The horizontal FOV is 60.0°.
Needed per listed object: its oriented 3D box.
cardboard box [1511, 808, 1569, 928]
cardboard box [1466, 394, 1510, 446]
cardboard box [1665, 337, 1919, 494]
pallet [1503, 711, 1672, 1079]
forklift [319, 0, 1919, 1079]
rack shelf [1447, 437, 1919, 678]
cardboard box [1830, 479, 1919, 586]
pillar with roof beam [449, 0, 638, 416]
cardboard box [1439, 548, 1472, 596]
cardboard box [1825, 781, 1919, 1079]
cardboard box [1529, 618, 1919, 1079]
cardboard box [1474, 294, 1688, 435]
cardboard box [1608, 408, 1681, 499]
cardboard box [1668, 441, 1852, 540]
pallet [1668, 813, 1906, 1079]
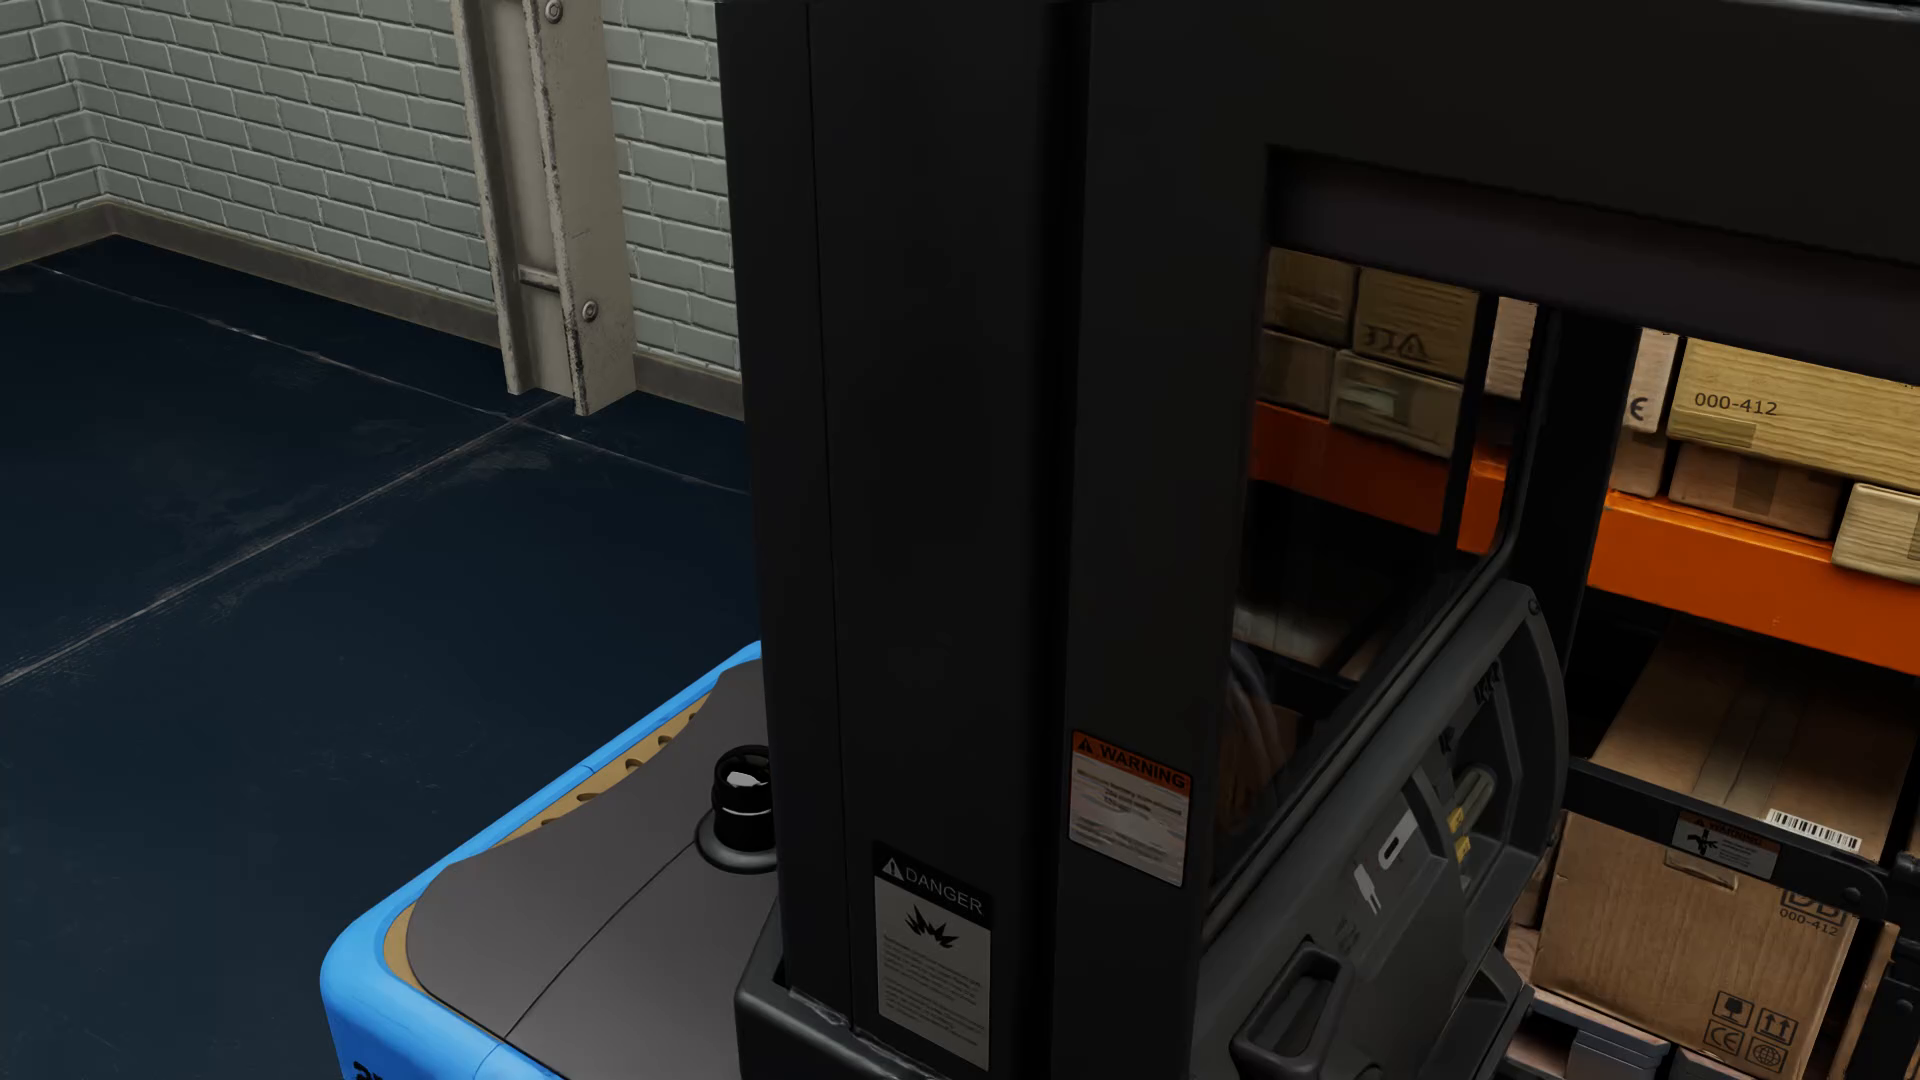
[{"bbox_3d":[1.172,0.631,3.604,0.250,0.149,0.380,16,34,25],"label":"cardboard box"},{"bbox_3d":[0.978,-0.336,3.098,0.250,0.149,0.380,17,34,27],"label":"cardboard box"},{"bbox_3d":[1.464,-0.311,2.661,0.500,0.250,0.500,17,34,26],"label":"cardboard box"},{"bbox_3d":[1.105,0.685,3.867,1.213,0.211,1.003,18,35,27],"label":"pallet"},{"bbox_3d":[0.632,0.422,1.618,3.031,2.935,1.130,19,35,29],"label":"forklift"},{"bbox_3d":[2.059,0.093,2.828,4.000,0.370,1.077,18,35,27],"label":"rack shelf"},{"bbox_3d":[1.562,-0.074,2.649,0.250,0.149,0.380,17,34,26],"label":"cardboard box"},{"bbox_3d":[-3.728,-2.614,0.801,0.400,9.000,9.100,18,35,27],"label":"pillar with roof beam"},{"bbox_3d":[0.832,0.348,3.738,0.637,0.503,0.797,16,34,25],"label":"cardboard box"},{"bbox_3d":[1.930,0.779,3.002,0.500,0.500,0.500,18,35,28],"label":"cardboard box"},{"bbox_3d":[1.536,0.595,3.318,0.500,0.500,0.700,19,35,29],"label":"cardboard box"},{"bbox_3d":[1.033,-0.446,2.891,0.500,0.250,0.500,18,35,28],"label":"cardboard box"},{"bbox_3d":[1.160,-0.242,2.938,0.250,0.149,0.380,19,35,29],"label":"cardboard box"},{"bbox_3d":[1.388,-0.173,2.820,0.250,0.149,0.380,18,35,28],"label":"cardboard box"},{"bbox_3d":[2.134,1.012,3.306,1.213,0.211,1.003,18,35,27],"label":"pallet"}]
